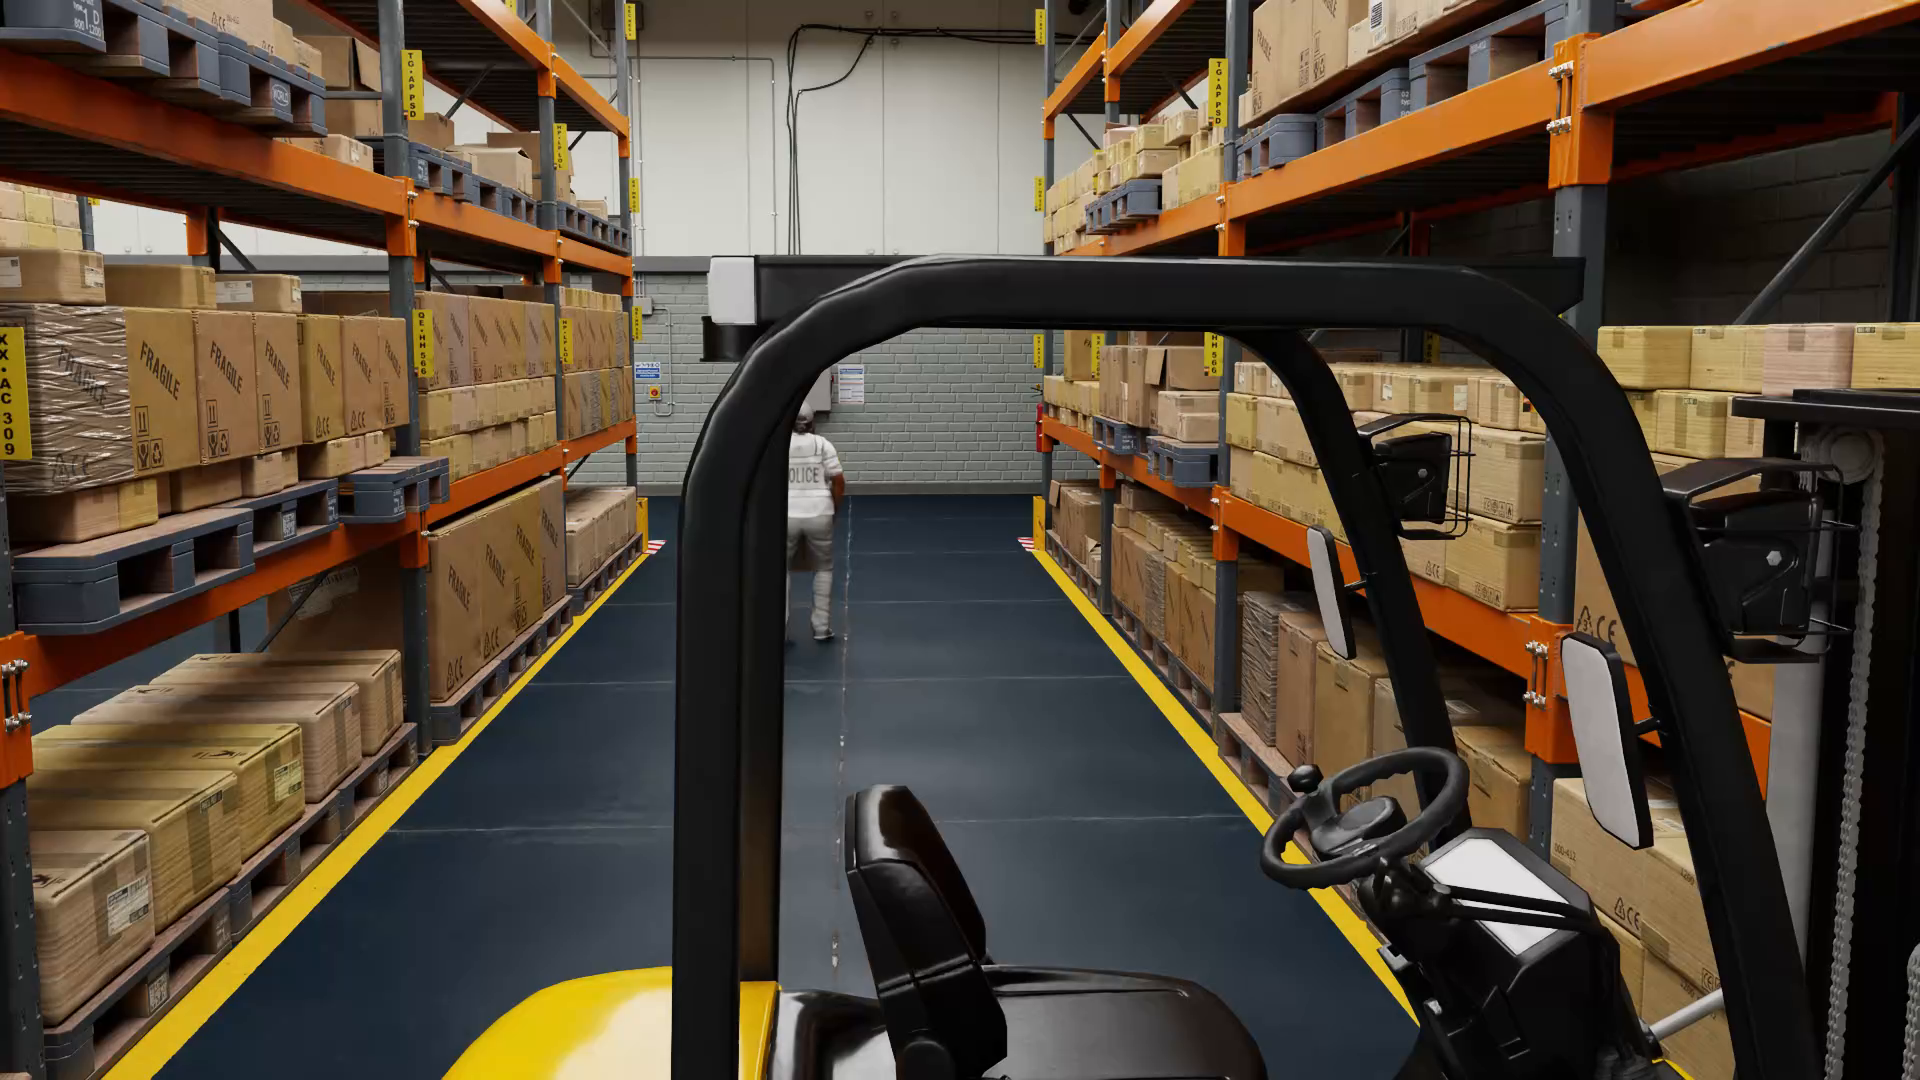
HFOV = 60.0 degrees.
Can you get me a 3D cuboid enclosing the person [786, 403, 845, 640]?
[{"bbox_3d":[-1.097,-0.135,11.520,0.602,1.625,0.492,0,7,-1],"label":"person"}]
